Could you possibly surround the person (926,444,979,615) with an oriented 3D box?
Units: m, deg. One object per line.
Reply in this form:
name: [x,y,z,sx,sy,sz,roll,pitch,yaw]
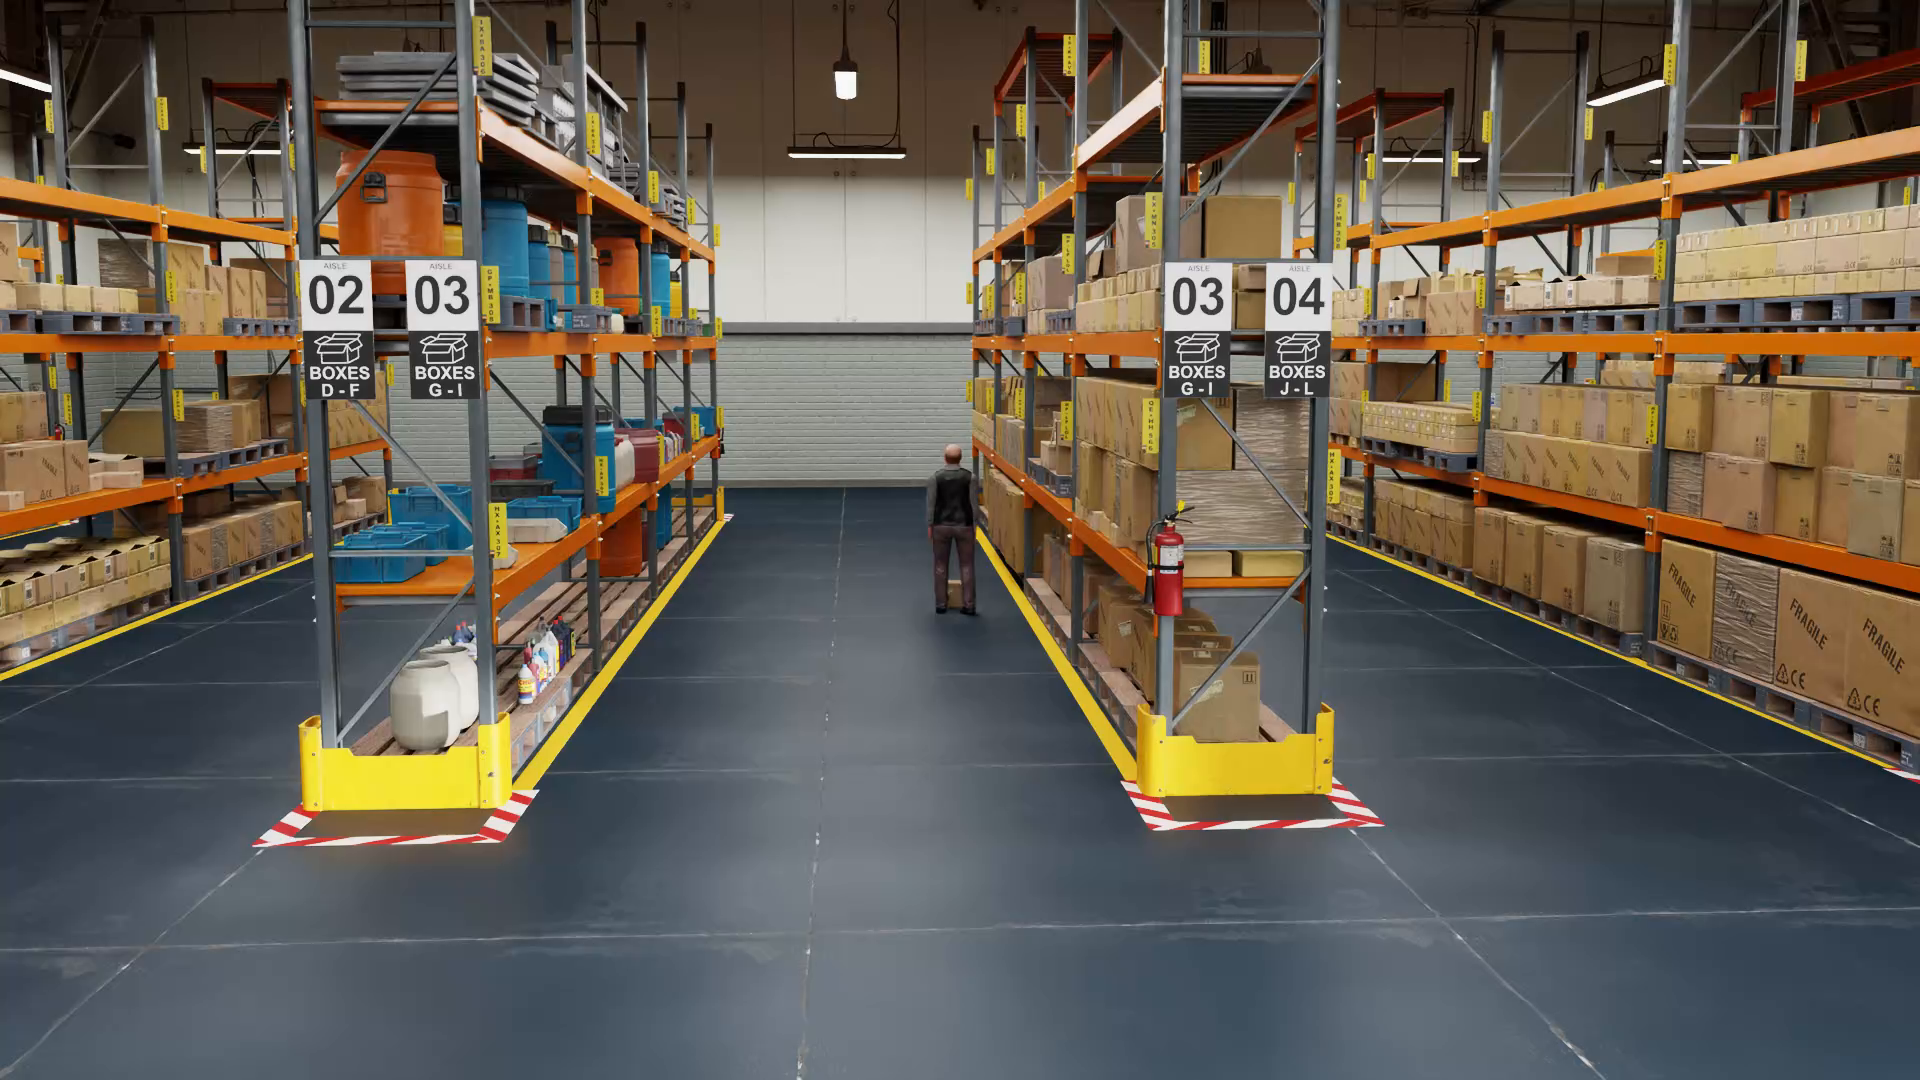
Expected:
person: [-0.078,-0.096,16.807,0.537,1.753,0.429,0,7,-2]
